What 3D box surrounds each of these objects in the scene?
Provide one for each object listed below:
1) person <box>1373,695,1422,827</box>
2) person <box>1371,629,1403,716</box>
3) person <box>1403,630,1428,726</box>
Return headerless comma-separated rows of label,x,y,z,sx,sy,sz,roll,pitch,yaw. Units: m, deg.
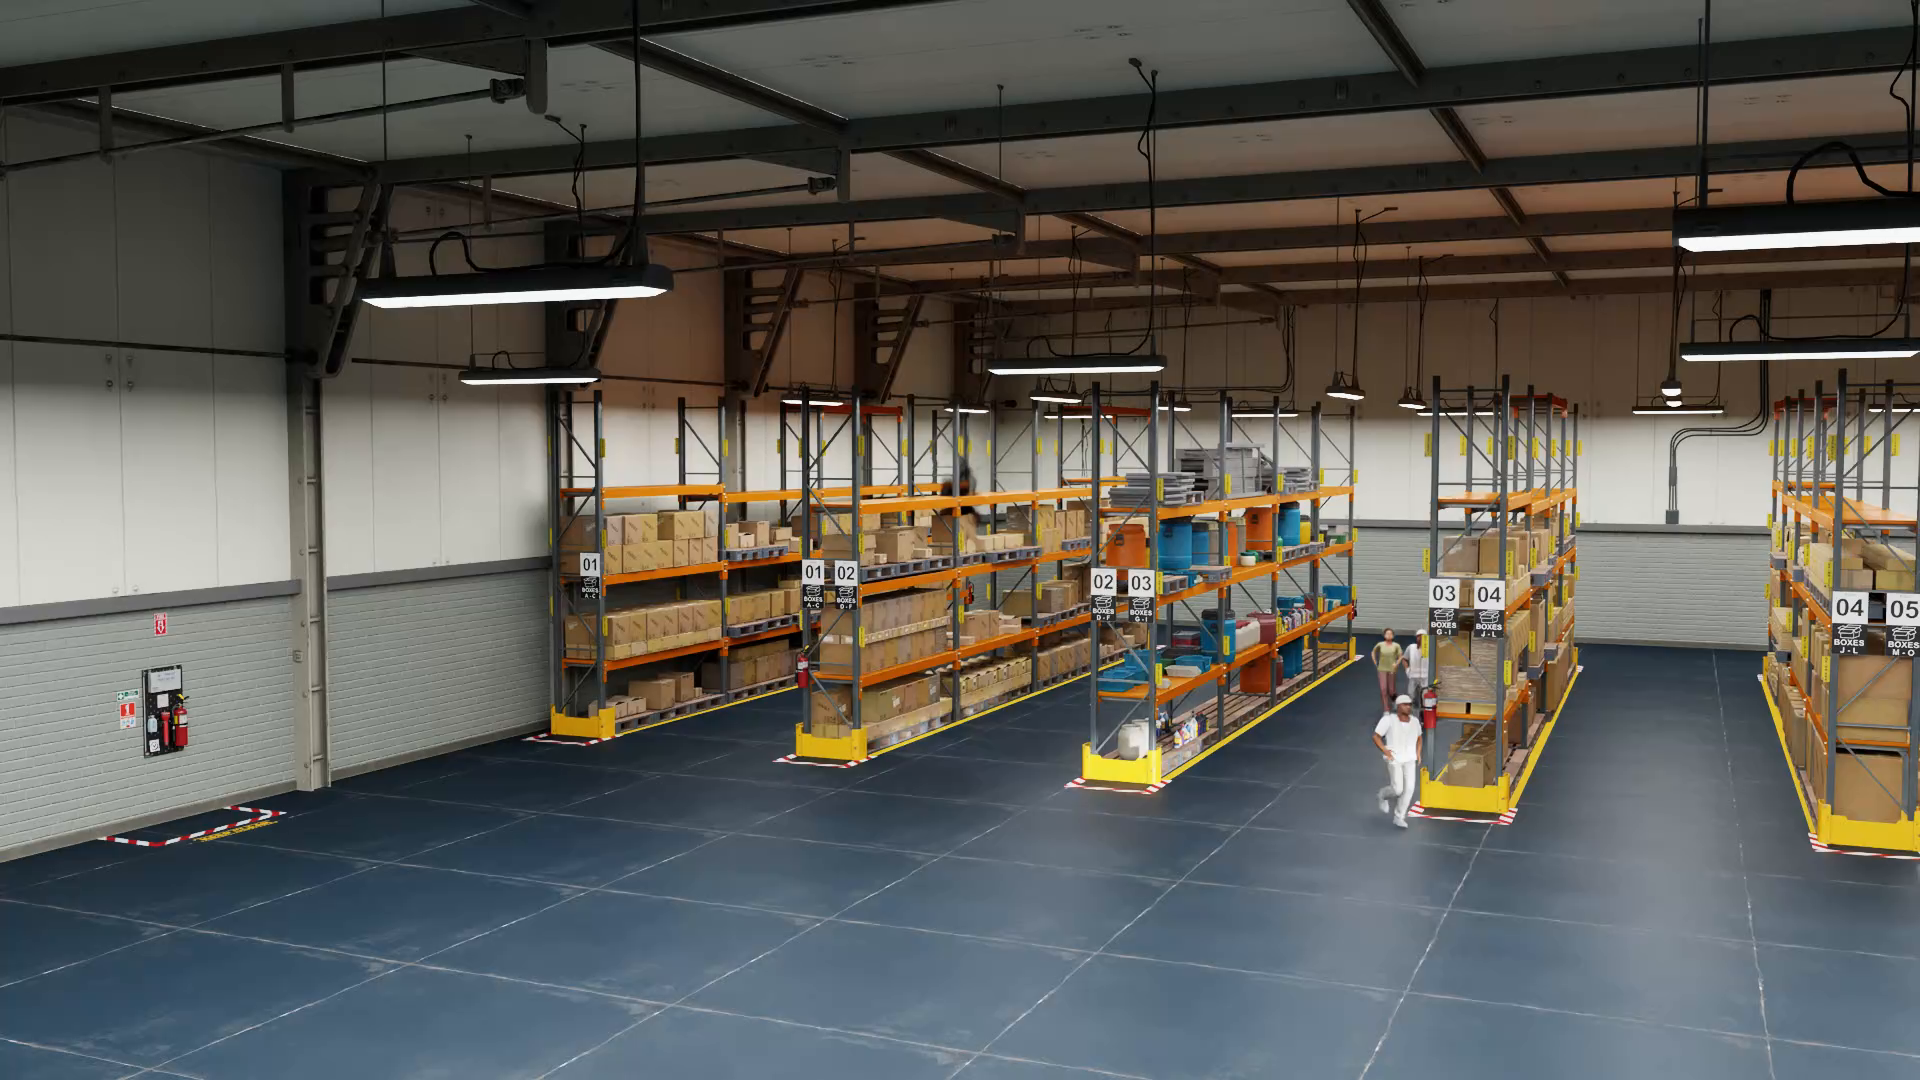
person,5.882,2.916,22.149,0.729,1.711,0.726,-1,3,-12
person,8.002,2.474,31.216,0.583,1.607,0.695,1,3,16
person,8.310,2.479,29.967,0.680,1.733,0.621,1,3,20
